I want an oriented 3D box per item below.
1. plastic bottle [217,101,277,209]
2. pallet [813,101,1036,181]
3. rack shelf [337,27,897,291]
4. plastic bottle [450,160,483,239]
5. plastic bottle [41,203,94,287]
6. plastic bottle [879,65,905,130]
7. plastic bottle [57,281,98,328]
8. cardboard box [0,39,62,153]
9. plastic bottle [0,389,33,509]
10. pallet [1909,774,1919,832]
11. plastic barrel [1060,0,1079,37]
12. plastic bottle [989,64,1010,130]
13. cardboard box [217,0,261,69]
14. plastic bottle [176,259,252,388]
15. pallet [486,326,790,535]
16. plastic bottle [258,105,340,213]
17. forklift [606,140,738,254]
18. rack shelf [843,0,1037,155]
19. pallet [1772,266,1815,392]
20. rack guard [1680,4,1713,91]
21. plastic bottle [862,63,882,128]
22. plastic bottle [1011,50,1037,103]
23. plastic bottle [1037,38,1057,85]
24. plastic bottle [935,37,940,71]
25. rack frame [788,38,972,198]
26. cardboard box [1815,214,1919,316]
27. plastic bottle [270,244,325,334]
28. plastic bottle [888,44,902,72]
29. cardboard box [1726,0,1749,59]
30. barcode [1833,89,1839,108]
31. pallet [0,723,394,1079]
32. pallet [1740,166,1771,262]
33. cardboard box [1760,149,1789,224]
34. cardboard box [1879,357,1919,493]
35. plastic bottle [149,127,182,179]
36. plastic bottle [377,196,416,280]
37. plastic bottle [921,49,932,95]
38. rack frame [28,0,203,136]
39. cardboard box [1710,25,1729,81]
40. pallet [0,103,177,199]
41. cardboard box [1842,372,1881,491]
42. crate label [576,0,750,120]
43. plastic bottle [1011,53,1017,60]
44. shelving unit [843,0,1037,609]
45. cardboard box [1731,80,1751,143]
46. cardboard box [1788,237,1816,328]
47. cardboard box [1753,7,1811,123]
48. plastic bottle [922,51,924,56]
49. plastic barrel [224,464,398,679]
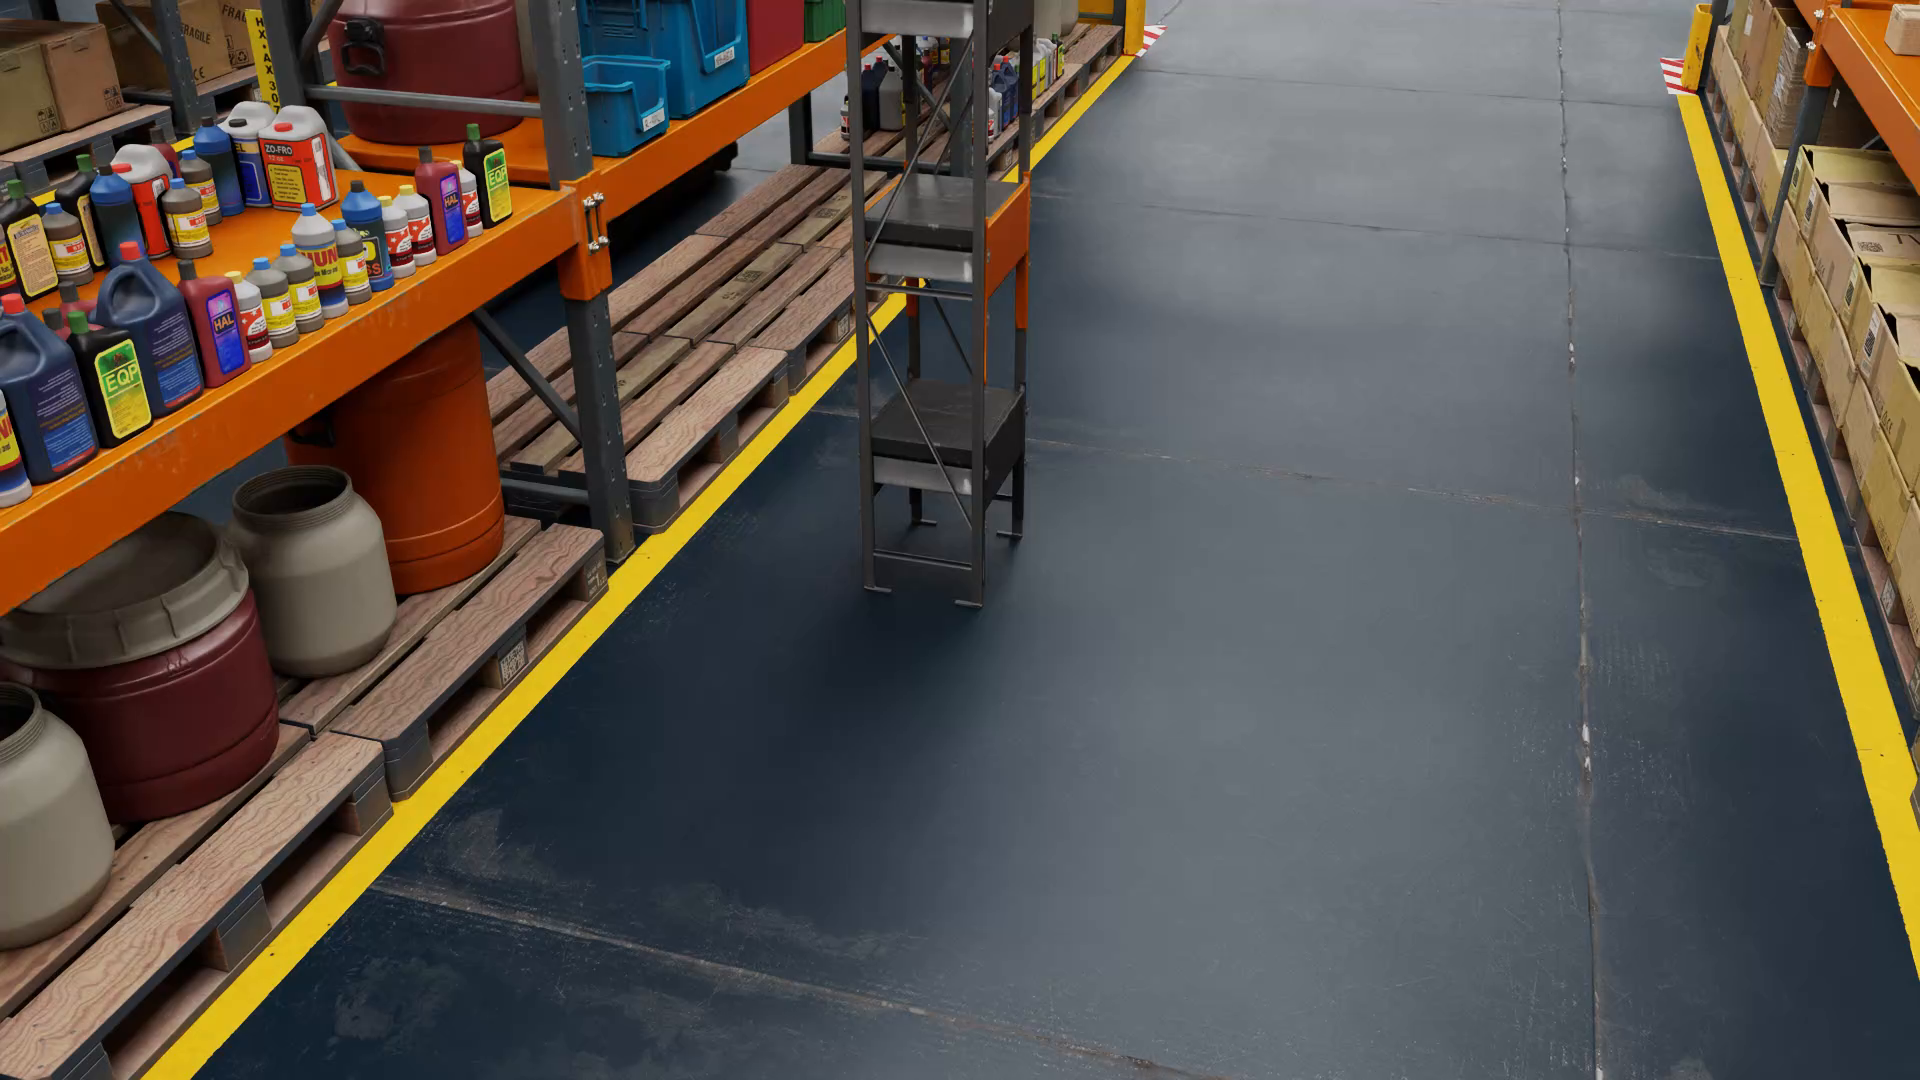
[{"bbox_3d":[-2.041,-1.112,4.791,0.152,0.276,0.135,8,30,15],"label":"plastic bottle"},{"bbox_3d":[-0.194,-2.268,9.609,1.003,0.211,1.213,8,30,15],"label":"pallet"},{"bbox_3d":[-1.018,-1.936,6.885,1.077,0.370,4.000,8,30,15],"label":"rack shelf"},{"bbox_3d":[-1.367,-0.934,4.548,0.097,0.201,0.097,0,29,0],"label":"plastic bottle"},{"bbox_3d":[-2.276,-0.752,4.221,0.097,0.201,0.097,0,29,0],"label":"plastic bottle"},{"bbox_3d":[-0.379,-2.534,9.493,0.144,0.351,0.185,8,30,15],"label":"plastic bottle"},{"bbox_3d":[-1.843,-0.425,3.548,0.061,0.283,0.133,8,30,15],"label":"plastic bottle"},{"bbox_3d":[-5.524,-2.485,9.251,0.700,0.500,0.500,8,30,15],"label":"cardboard box"},{"bbox_3d":[-1.850,-0.200,3.156,0.097,0.271,0.097,0,29,0],"label":"plastic bottle"},{"bbox_3d":[2.874,0.948,3.829,1.003,0.211,1.213,8,30,15],"label":"pallet"},{"bbox_3d":[0.623,-3.818,11.656,0.421,0.512,0.421,0,29,0],"label":"plastic barrel"},{"bbox_3d":[0.203,-2.530,9.486,0.144,0.351,0.185,9,30,16],"label":"plastic bottle"},{"bbox_3d":[-4.849,-3.425,10.961,0.500,0.500,0.500,19,34,30],"label":"cardboard box"},{"bbox_3d":[-1.651,-0.490,3.665,0.061,0.283,0.133,8,30,15],"label":"plastic bottle"},{"bbox_3d":[-1.340,-0.457,6.354,1.003,0.211,1.213,8,30,15],"label":"pallet"},{"bbox_3d":[-1.895,-1.090,4.752,0.152,0.276,0.135,8,30,15],"label":"plastic bottle"},{"bbox_3d":[-2.199,-2.841,7.842,1.130,2.935,3.031,8,30,15],"label":"forklift"},{"bbox_3d":[-0.049,-1.440,4.768,0.431,0.518,0.480,8,30,15],"label":"rack shelf"},{"bbox_3d":[4.124,-0.905,7.159,1.003,0.211,1.213,8,30,15],"label":"pallet"},{"bbox_3d":[5.485,-3.249,11.076,1.175,0.500,0.348,8,30,15],"label":"rack guard"},{"bbox_3d":[-0.517,-2.555,9.530,0.144,0.351,0.185,8,30,14],"label":"plastic bottle"},{"bbox_3d":[0.383,-2.816,9.998,0.144,0.351,0.185,8,30,14],"label":"plastic bottle"},{"bbox_3d":[0.523,-3.012,10.427,0.152,0.276,0.135,9,30,15],"label":"plastic bottle"},{"bbox_3d":[-0.171,-3.143,10.657,0.061,0.283,0.133,9,30,16],"label":"plastic bottle"},{"bbox_3d":[-0.431,-3.180,8.381,1.000,3.000,0.127,8,30,15],"label":"rack frame"},{"bbox_3d":[3.641,-1.069,6.406,0.500,0.311,0.500,8,30,13],"label":"cardboard box"},{"bbox_3d":[-1.578,-0.601,3.949,0.097,0.201,0.097,0,29,0],"label":"plastic bottle"},{"bbox_3d":[-0.366,-2.794,9.960,0.144,0.351,0.185,8,30,15],"label":"plastic bottle"},{"bbox_3d":[4.962,-3.190,10.024,0.500,0.500,0.500,8,30,15],"label":"cardboard box"},{"bbox_3d":[3.830,-1.932,7.268,0.001,0.075,0.075,8,30,15],"label":"barcode"},{"bbox_3d":[-2.156,0.835,4.032,1.003,0.211,1.213,8,30,15],"label":"pallet"},{"bbox_3d":[4.577,-1.616,8.438,1.003,0.211,1.213,8,30,15],"label":"pallet"},{"bbox_3d":[4.231,-1.700,8.117,0.500,0.250,0.500,8,30,15],"label":"cardboard box"},{"bbox_3d":[3.194,-0.360,5.132,0.500,0.311,0.500,8,30,14],"label":"cardboard box"},{"bbox_3d":[-2.181,-0.969,4.526,0.061,0.283,0.133,8,30,15],"label":"plastic bottle"},{"bbox_3d":[-1.463,-0.782,4.274,0.097,0.201,0.097,0,29,0],"label":"plastic bottle"},{"bbox_3d":[-0.213,-2.825,10.084,0.061,0.283,0.133,8,30,15],"label":"plastic bottle"},{"bbox_3d":[-5.165,-3.887,9.651,1.000,3.000,0.127,8,30,15],"label":"rack frame"},{"bbox_3d":[5.107,-3.095,10.624,0.500,0.250,0.500,8,30,15],"label":"cardboard box"},{"bbox_3d":[-5.393,-2.306,9.678,1.003,0.211,1.213,8,30,15],"label":"pallet"},{"bbox_3d":[3.349,-0.347,5.685,0.500,0.250,0.500,9,30,16],"label":"cardboard box"},{"bbox_3d":[-1.055,-1.760,5.791,0.502,0.435,0.616,8,30,15],"label":"crate label"},{"bbox_3d":[0.358,-2.924,10.346,0.097,0.201,0.097,0,29,0],"label":"plastic bottle"},{"bbox_3d":[-0.049,-0.841,5.101,0.431,2.100,0.503,8,30,15],"label":"shelving unit"},{"bbox_3d":[4.666,-2.398,9.371,0.500,0.250,0.500,8,30,15],"label":"cardboard box"},{"bbox_3d":[3.797,-1.064,6.973,0.500,0.250,0.500,9,30,16],"label":"cardboard box"},{"bbox_3d":[4.532,-2.491,8.768,0.500,0.500,0.500,8,30,15],"label":"cardboard box"},{"bbox_3d":[-0.246,-2.958,10.408,0.097,0.201,0.097,0,29,0],"label":"plastic bottle"},{"bbox_3d":[-1.812,0.088,4.634,0.421,0.512,0.421,0,29,0],"label":"plastic barrel"}]
